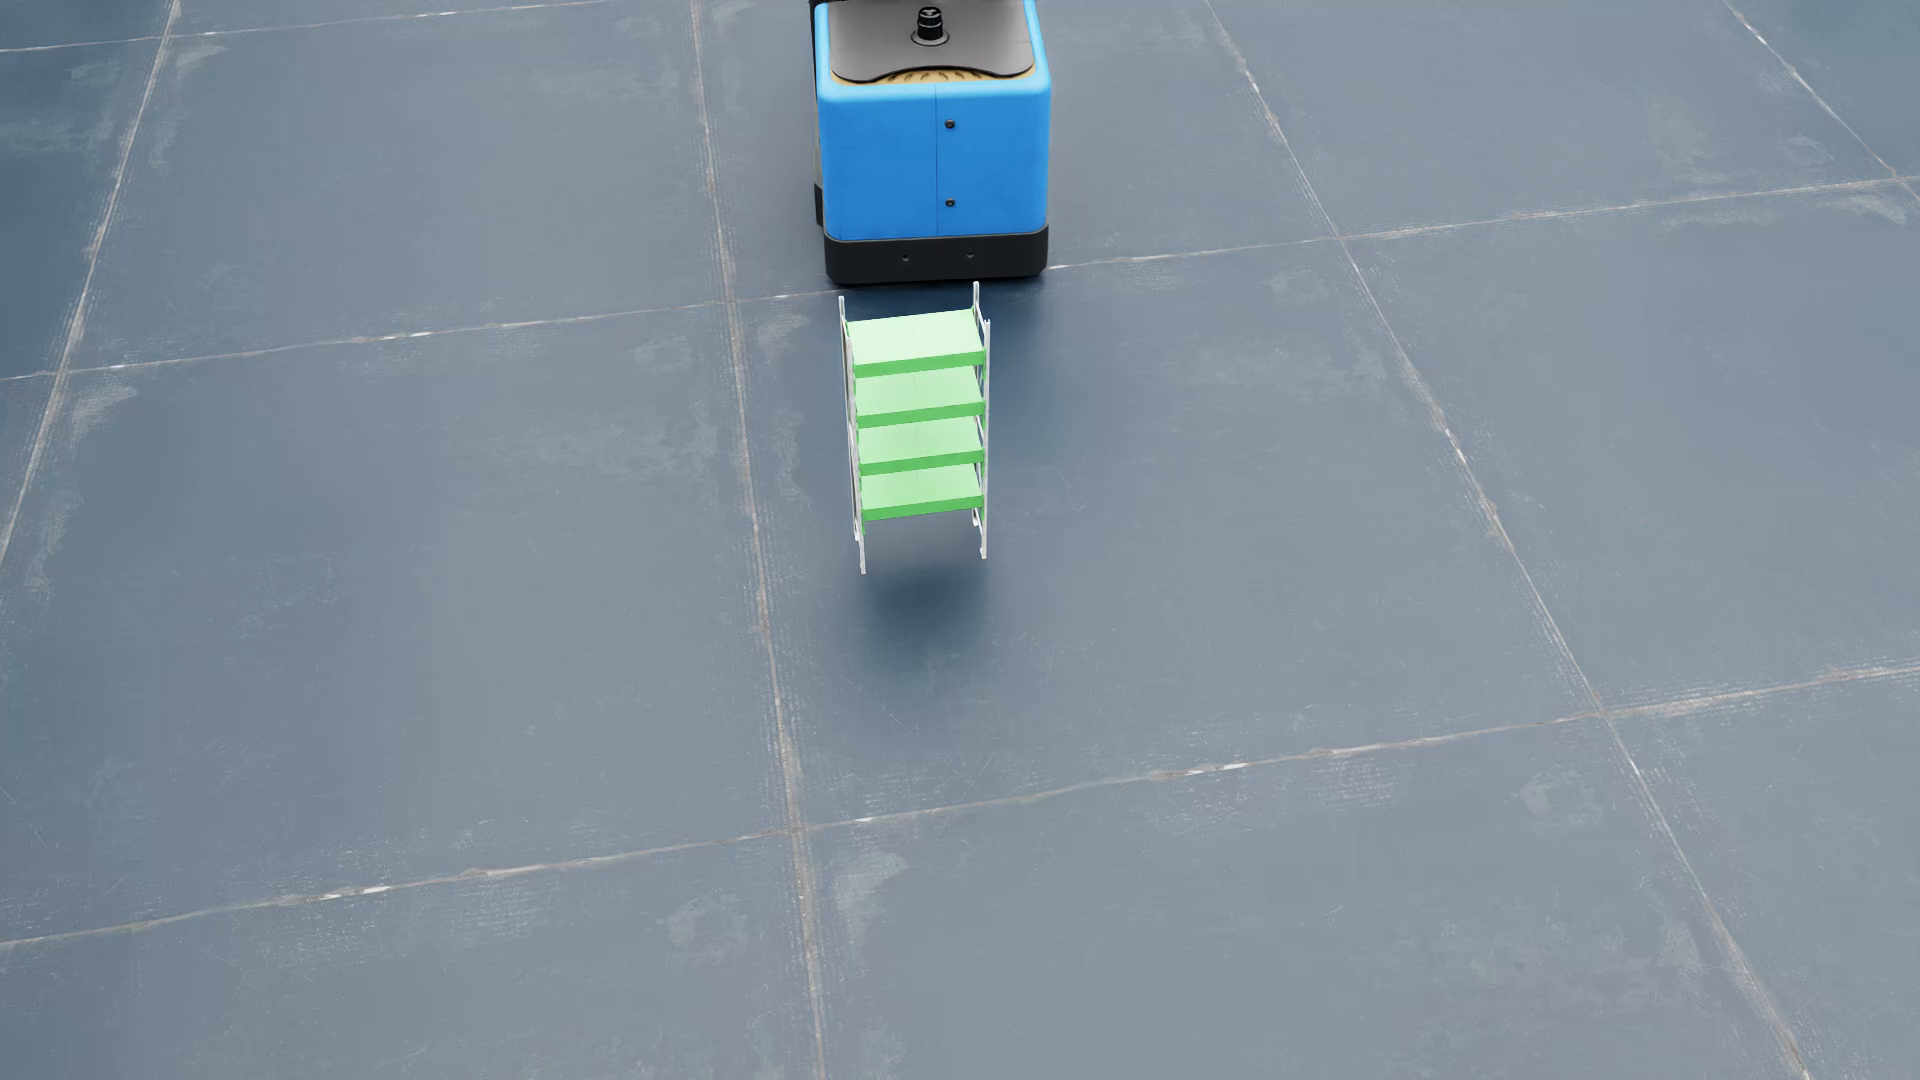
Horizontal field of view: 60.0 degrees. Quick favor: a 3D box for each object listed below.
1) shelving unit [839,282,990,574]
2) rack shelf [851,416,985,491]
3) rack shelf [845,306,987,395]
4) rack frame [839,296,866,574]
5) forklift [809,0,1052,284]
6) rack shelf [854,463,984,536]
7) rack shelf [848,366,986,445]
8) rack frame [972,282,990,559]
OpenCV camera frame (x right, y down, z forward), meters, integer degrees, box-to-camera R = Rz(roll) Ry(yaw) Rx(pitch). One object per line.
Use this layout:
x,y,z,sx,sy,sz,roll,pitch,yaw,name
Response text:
-0.163,-0.396,6.298,0.503,1.200,0.258,-7,46,-7,shelving unit
-0.163,-0.352,6.344,0.480,0.148,0.258,-7,46,-7,rack shelf
-0.163,-0.685,5.999,0.480,0.148,0.258,-7,46,-7,rack shelf
-0.404,-0.366,6.269,0.015,1.200,0.240,-7,46,-7,rack frame
-0.216,-3.278,7.873,1.130,2.935,3.031,-3,46,-3,forklift
-0.163,-0.185,6.517,0.480,0.148,0.258,-7,46,-7,rack shelf
-0.163,-0.518,6.172,0.480,0.148,0.258,-7,46,-7,rack shelf
0.077,-0.426,6.327,0.015,1.200,0.240,-7,46,-7,rack frame
